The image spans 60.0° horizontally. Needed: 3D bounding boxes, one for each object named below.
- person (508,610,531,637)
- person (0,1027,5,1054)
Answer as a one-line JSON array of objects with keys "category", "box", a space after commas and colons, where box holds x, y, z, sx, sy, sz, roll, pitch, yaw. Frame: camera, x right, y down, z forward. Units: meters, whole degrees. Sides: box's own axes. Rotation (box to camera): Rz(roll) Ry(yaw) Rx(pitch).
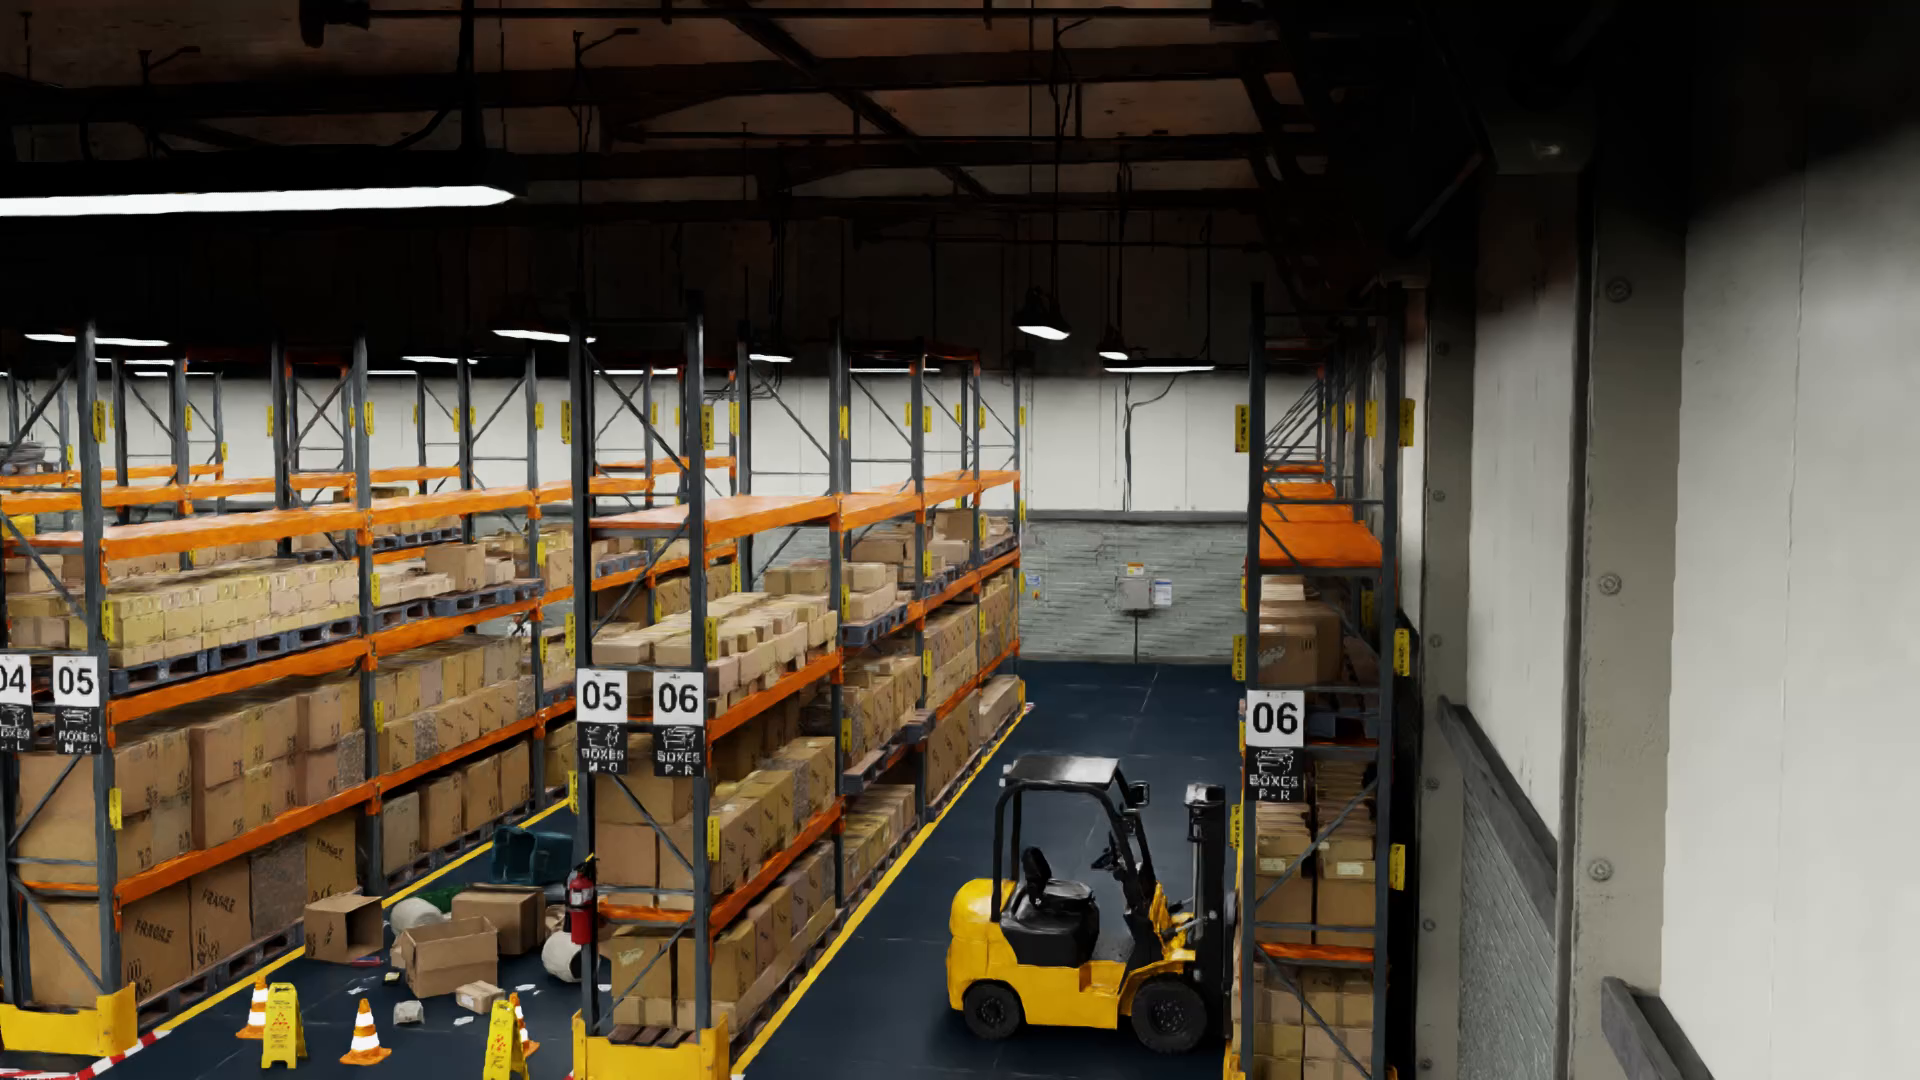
[{"category": "person", "box": [-7.811, 1.975, 29.500, 0.495, 1.580, 1.086, 1, 5, 13]}, {"category": "person", "box": [-6.863, 3.441, 11.388, 0.443, 1.587, 0.996, 0, 5, 2]}]
